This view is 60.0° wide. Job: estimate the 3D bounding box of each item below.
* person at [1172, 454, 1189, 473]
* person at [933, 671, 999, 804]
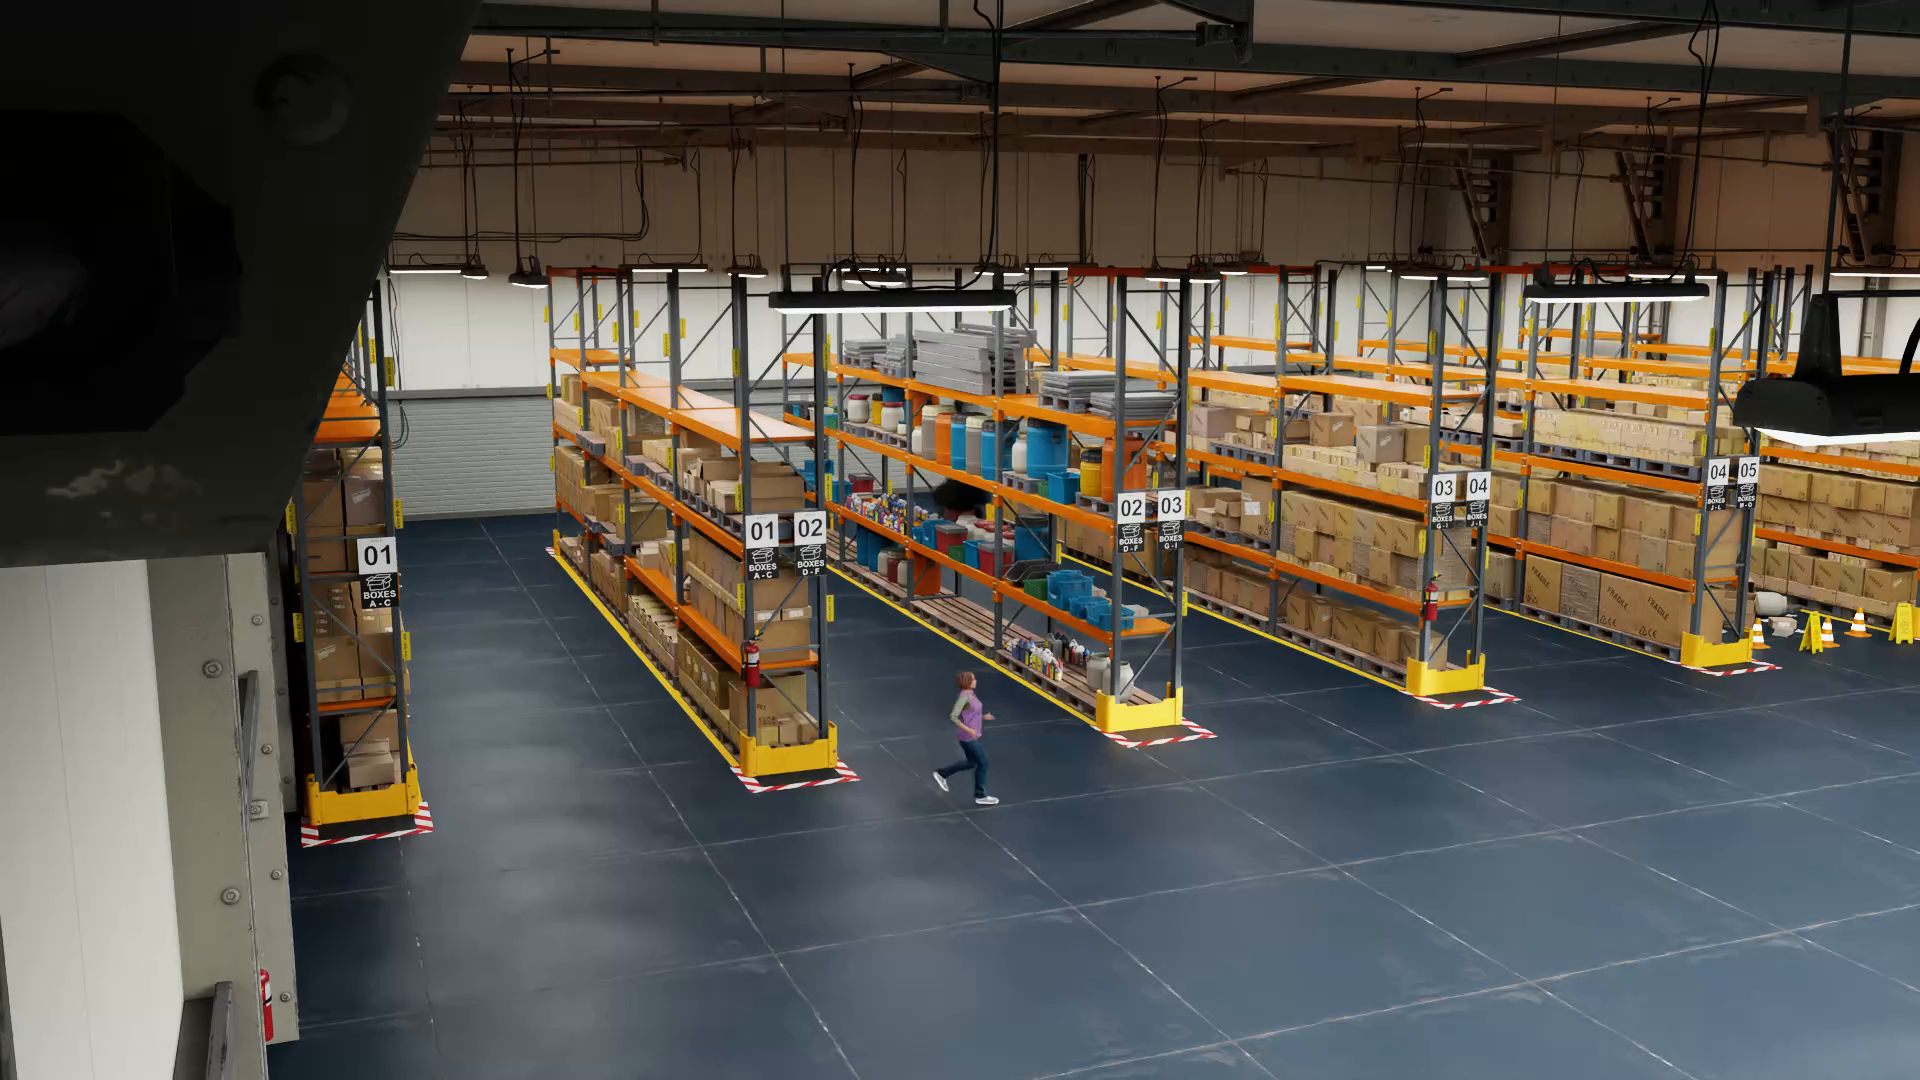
[{"bbox_3d":[5.750,-1.978,42.979,0.700,1.748,0.671,7,12,35],"label":"person"},{"bbox_3d":[0.063,2.269,19.115,0.780,1.566,0.532,1,10,6],"label":"person"}]
